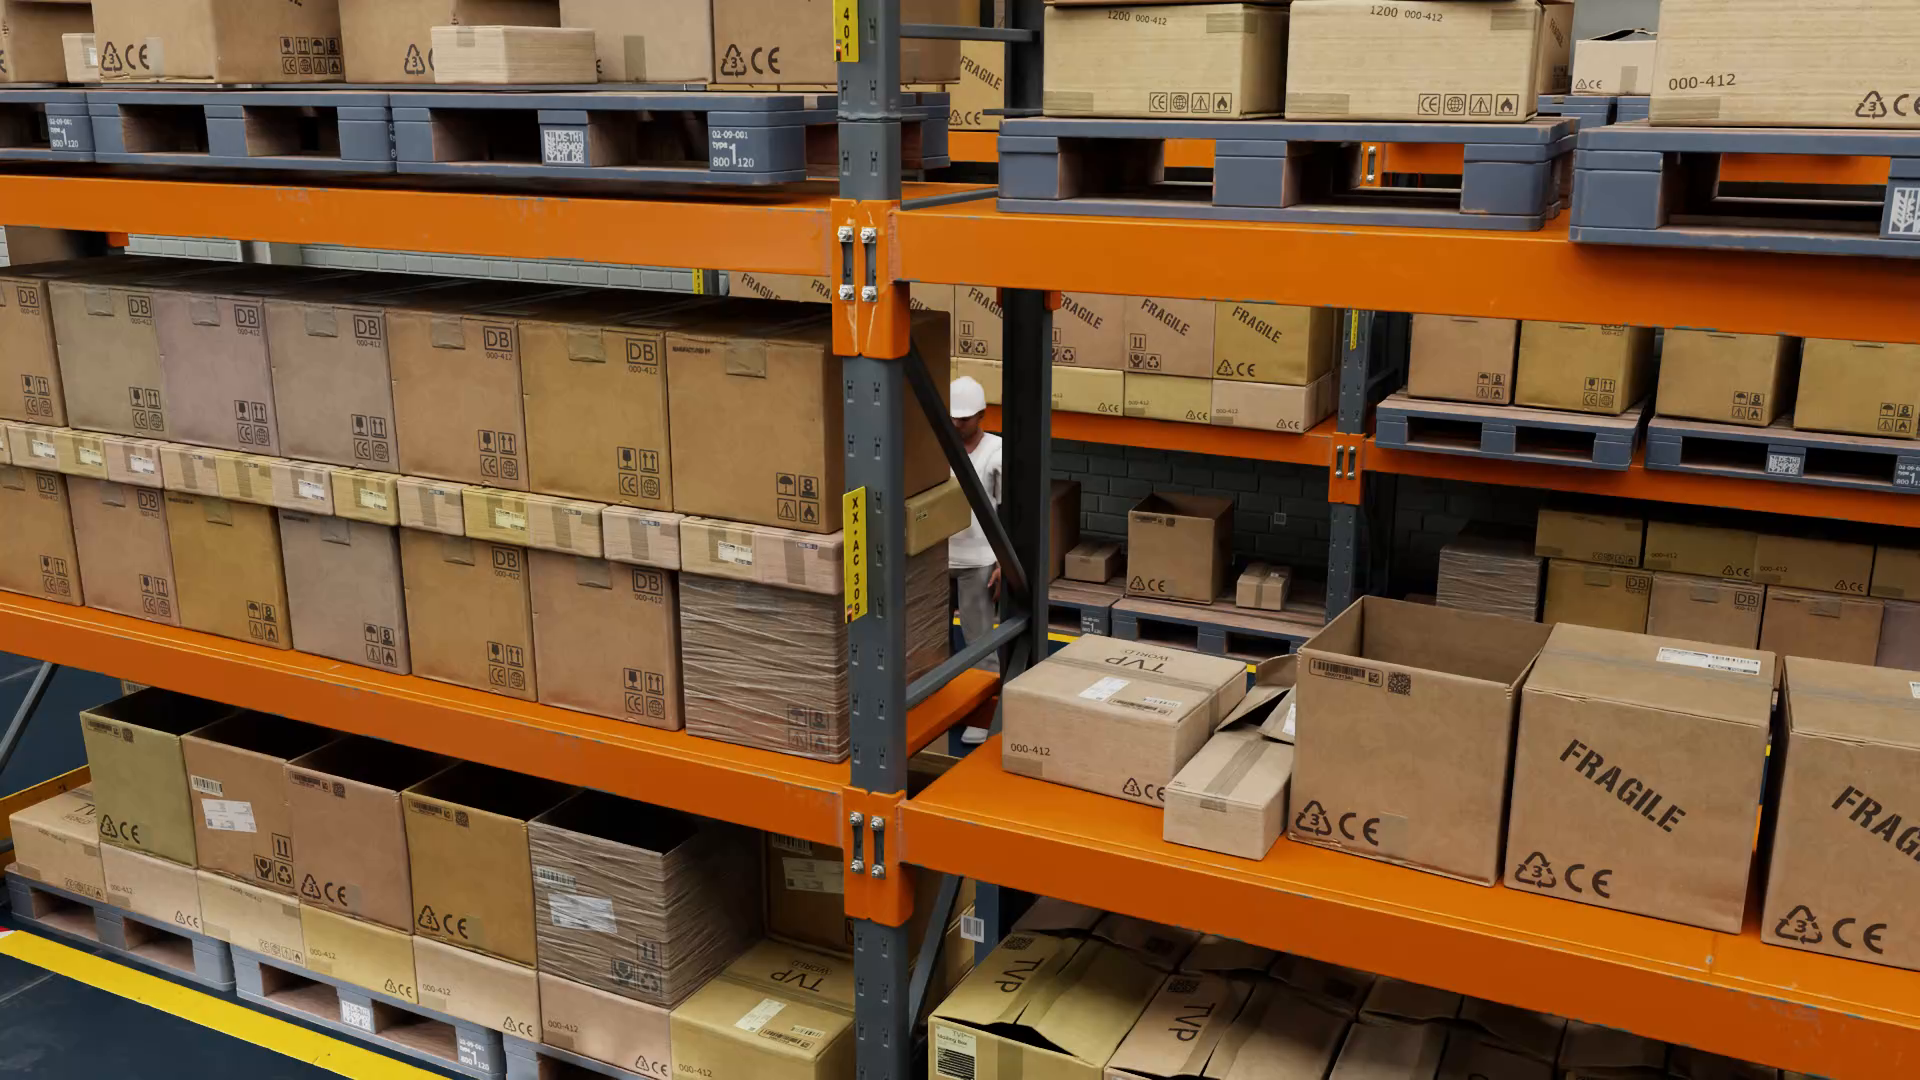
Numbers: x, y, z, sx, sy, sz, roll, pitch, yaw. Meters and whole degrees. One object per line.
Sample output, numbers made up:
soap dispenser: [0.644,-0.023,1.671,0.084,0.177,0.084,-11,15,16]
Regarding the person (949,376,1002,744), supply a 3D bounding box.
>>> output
person: [0.016,0.093,7.922,0.566,1.761,0.362,8,18,27]
